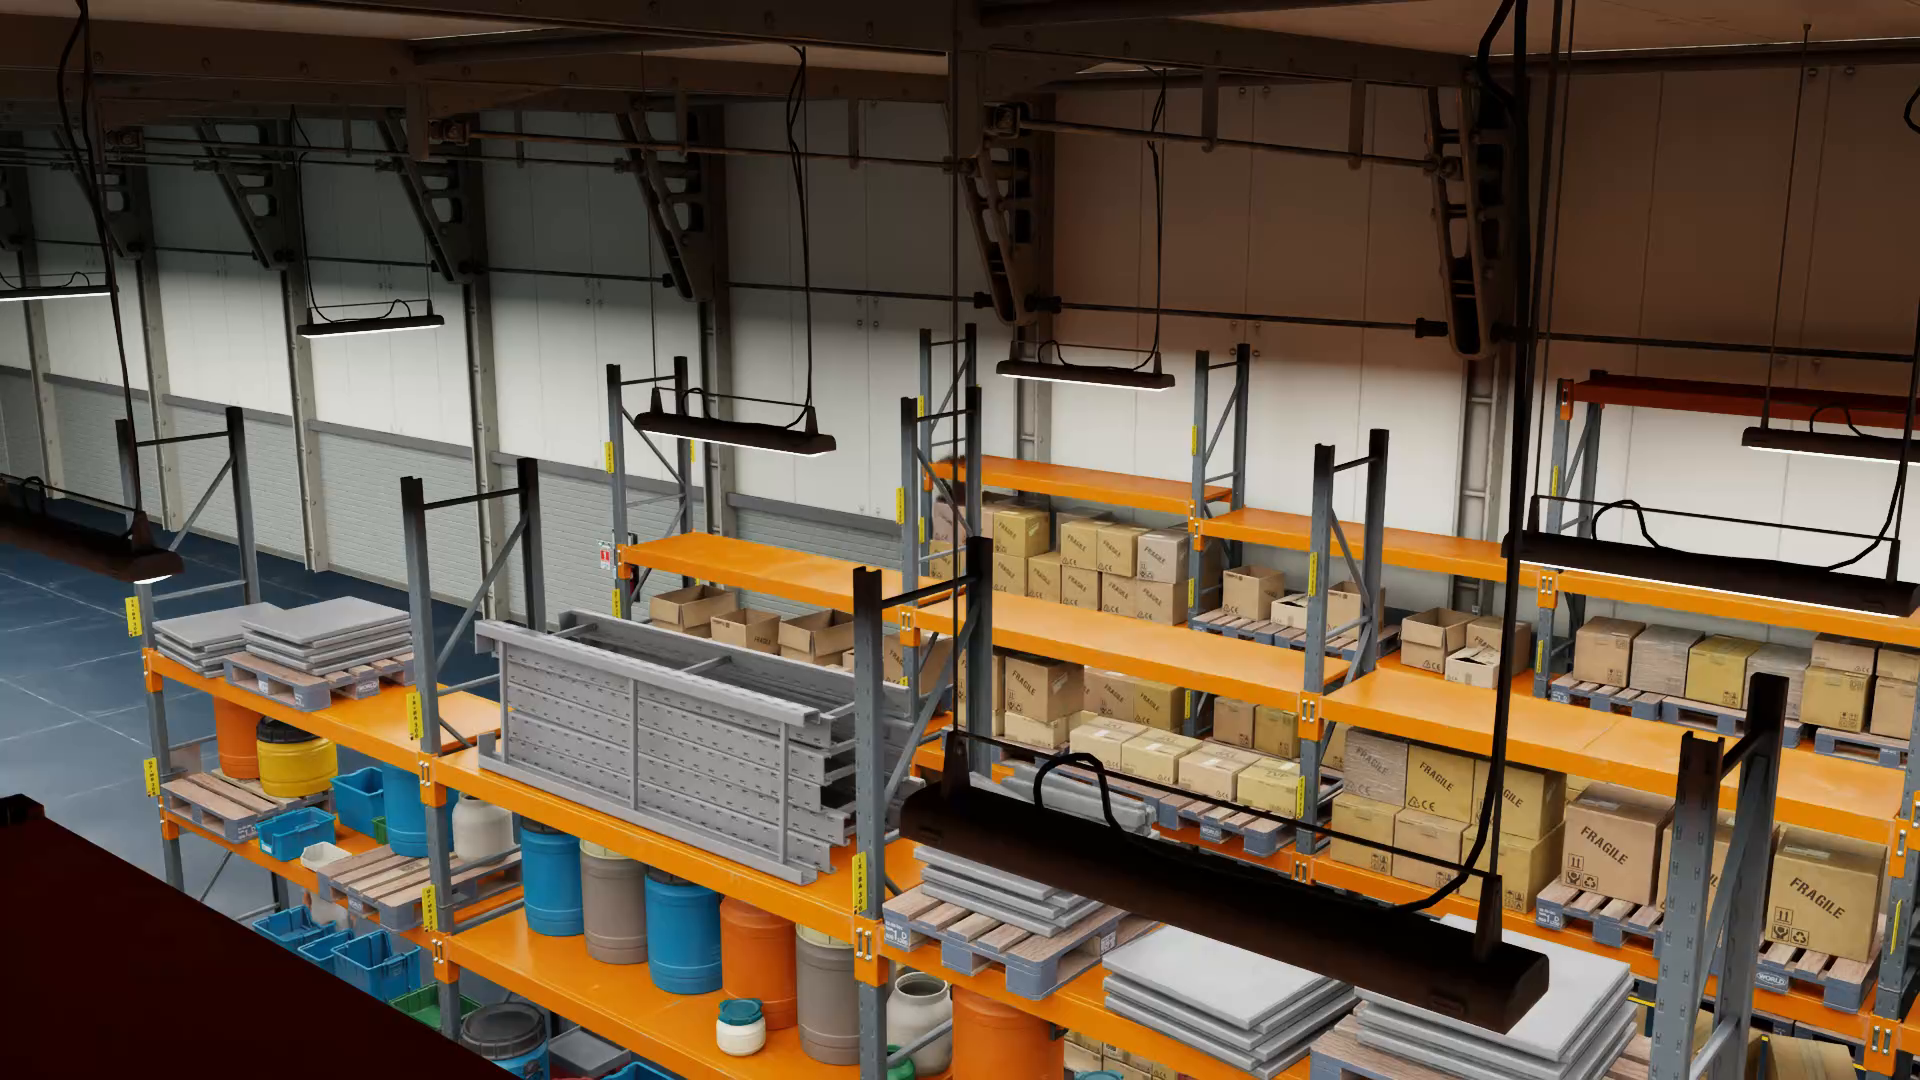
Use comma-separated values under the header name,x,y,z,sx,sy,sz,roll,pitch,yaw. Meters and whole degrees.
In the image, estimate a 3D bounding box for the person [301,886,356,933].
name,x,y,z,sx,sy,sz,roll,pitch,yaw
person,-6.147,3.704,16.181,0.503,1.722,0.434,-3,13,-14
